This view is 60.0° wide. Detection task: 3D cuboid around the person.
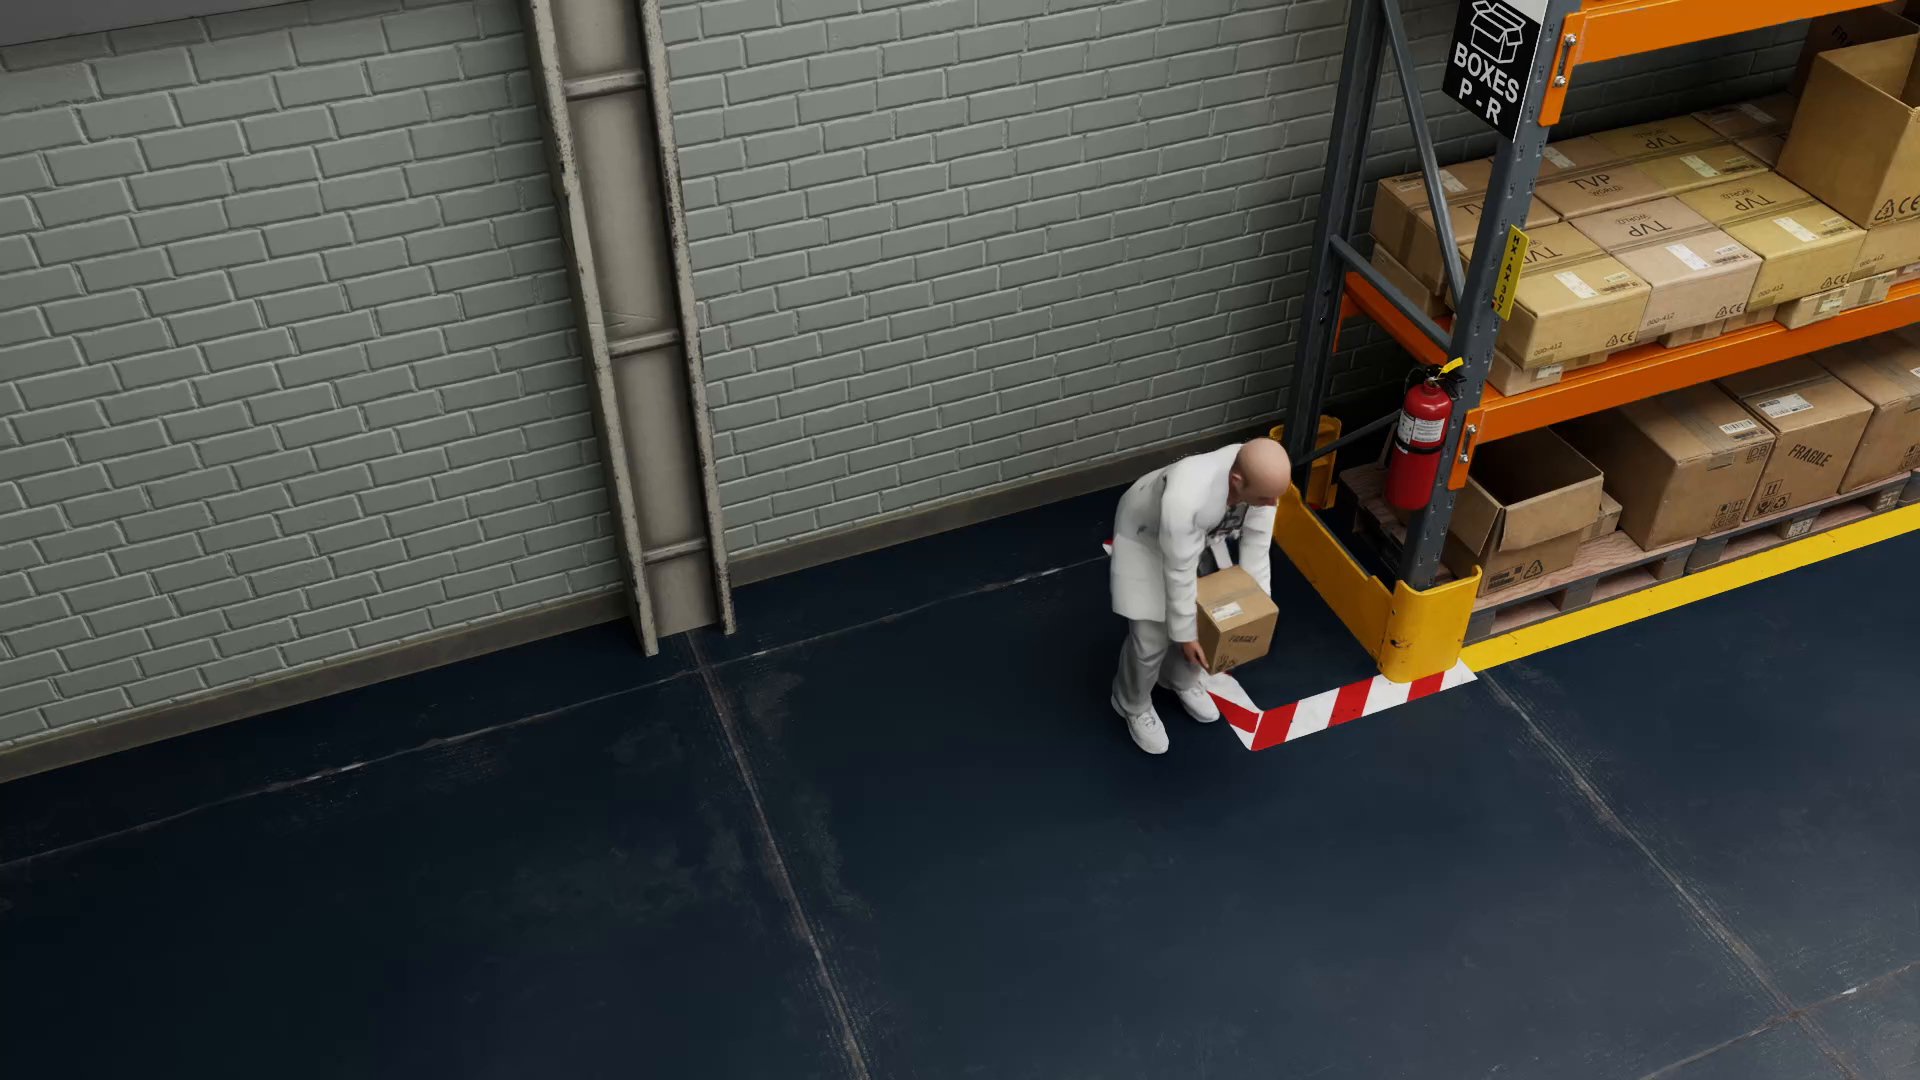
[{"bbox_3d":[0.861,0.153,6.133,0.546,1.602,0.717,-21,45,-22],"label":"person"}]
